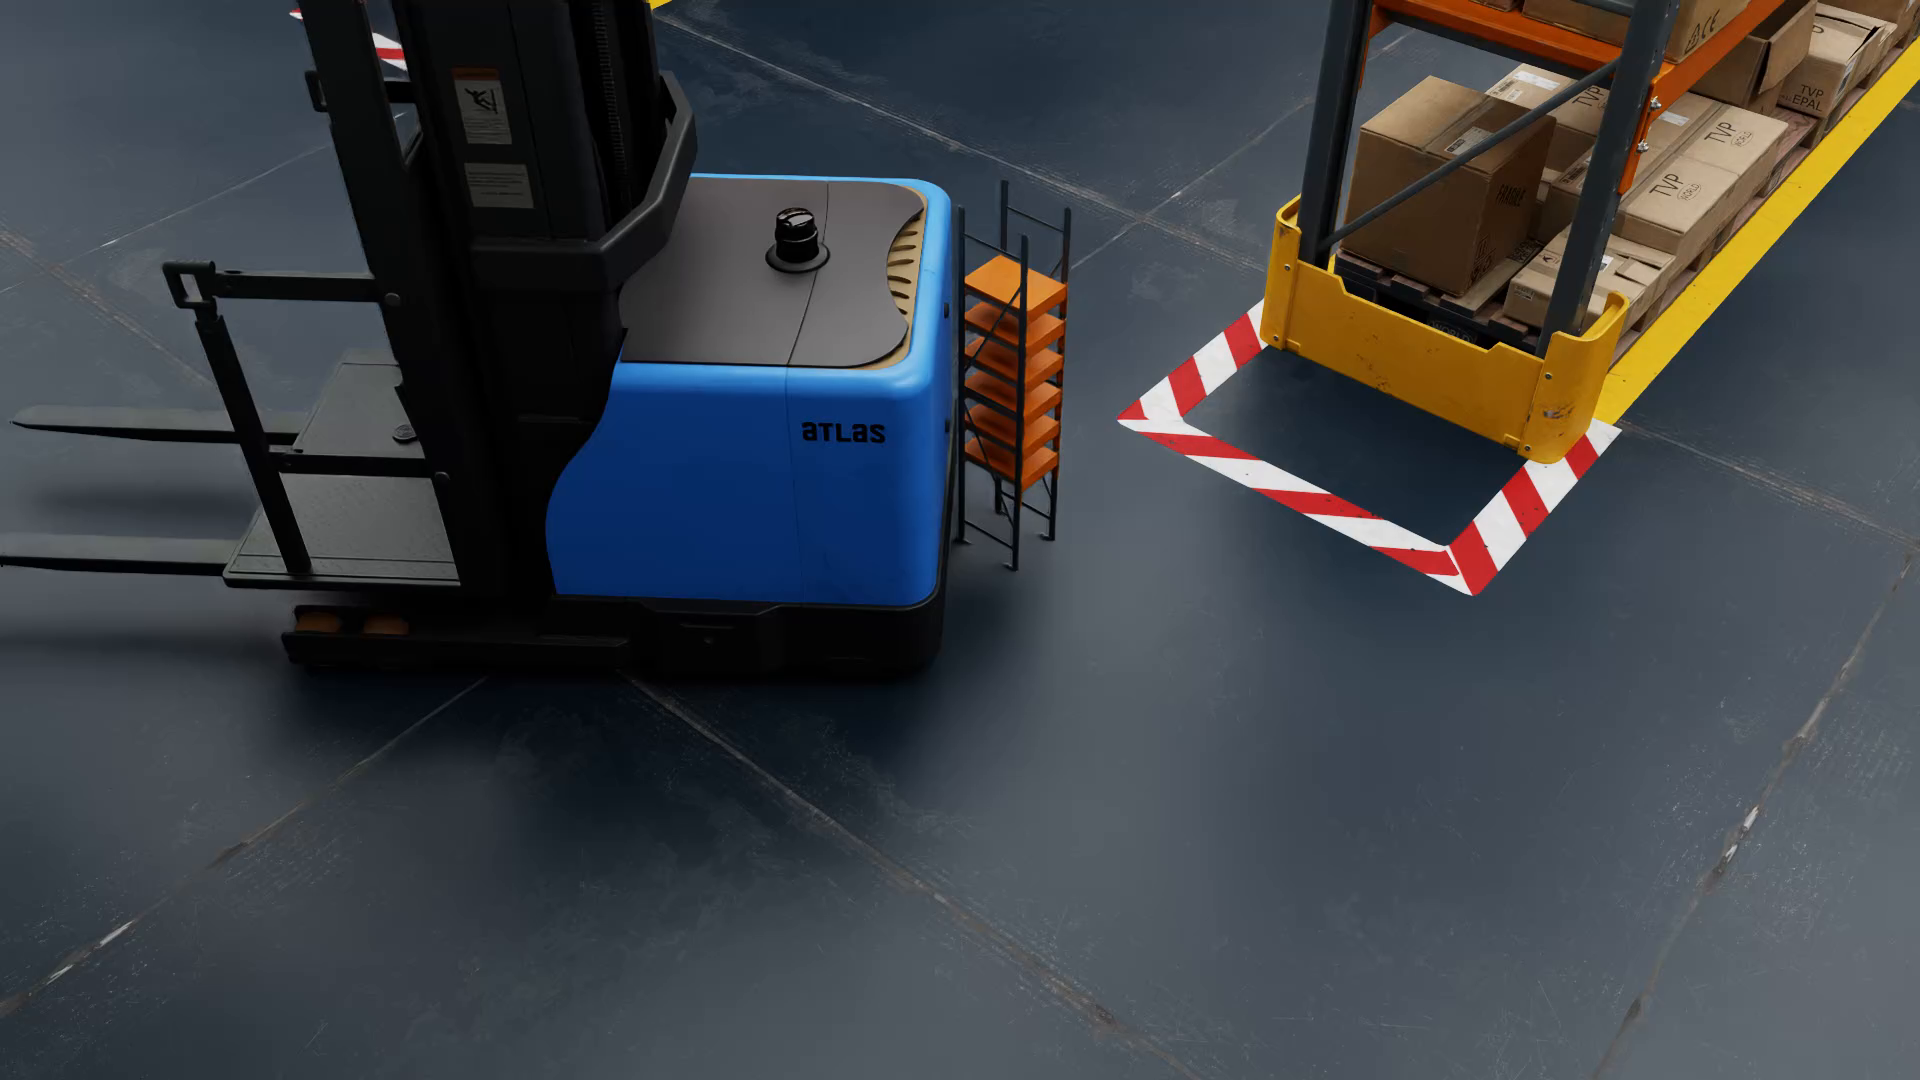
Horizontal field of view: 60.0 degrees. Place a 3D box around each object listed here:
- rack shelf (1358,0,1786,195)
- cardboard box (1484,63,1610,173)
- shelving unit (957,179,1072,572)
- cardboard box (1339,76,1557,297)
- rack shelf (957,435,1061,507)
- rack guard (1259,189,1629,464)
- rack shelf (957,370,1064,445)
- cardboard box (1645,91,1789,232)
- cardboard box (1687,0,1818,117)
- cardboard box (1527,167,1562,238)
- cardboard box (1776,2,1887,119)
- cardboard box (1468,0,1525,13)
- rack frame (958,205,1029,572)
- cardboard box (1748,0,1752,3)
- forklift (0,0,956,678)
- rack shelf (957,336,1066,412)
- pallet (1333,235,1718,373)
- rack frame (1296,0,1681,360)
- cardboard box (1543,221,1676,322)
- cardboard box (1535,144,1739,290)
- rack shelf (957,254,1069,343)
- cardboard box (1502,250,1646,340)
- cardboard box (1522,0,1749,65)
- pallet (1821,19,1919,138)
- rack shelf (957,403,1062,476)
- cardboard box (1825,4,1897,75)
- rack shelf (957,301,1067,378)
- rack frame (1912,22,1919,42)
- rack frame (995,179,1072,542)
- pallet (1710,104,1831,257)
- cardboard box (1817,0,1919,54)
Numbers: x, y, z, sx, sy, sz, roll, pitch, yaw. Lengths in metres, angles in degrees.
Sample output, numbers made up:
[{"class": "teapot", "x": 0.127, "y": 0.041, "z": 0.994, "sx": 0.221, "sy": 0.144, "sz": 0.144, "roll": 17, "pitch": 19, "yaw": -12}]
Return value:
[{"class": "rack shelf", "x": 2.862, "y": -2.410, "z": 6.205, "sx": 1.077, "sy": 0.370, "sz": 4.000, "roll": 29, "pitch": 50, "yaw": 28}, {"class": "cardboard box", "x": 2.370, "y": -1.654, "z": 6.556, "sx": 0.500, "sy": 0.250, "sz": 0.500, "roll": 29, "pitch": 50, "yaw": 28}, {"class": "shelving unit", "x": 0.147, "y": -0.445, "z": 4.848, "sx": 0.258, "sy": 1.200, "sz": 0.189, "roll": 30, "pitch": 50, "yaw": 29}, {"class": "cardboard box", "x": 1.736, "y": -1.271, "z": 5.949, "sx": 0.500, "sy": 0.500, "sz": 0.500, "roll": 29, "pitch": 50, "yaw": 28}, {"class": "rack shelf", "x": 0.147, "y": -0.235, "z": 5.039, "sx": 0.258, "sy": 0.103, "sz": 0.180, "roll": 30, "pitch": 50, "yaw": 29}, {"class": "rack guard", "x": 1.624, "y": -0.760, "z": 5.714, "sx": 1.175, "sy": 0.500, "sz": 0.348, "roll": 29, "pitch": 50, "yaw": 28}, {"class": "rack shelf", "x": 0.147, "y": -0.413, "z": 4.878, "sx": 0.258, "sy": 0.103, "sz": 0.180, "roll": 30, "pitch": 50, "yaw": 29}, {"class": "cardboard box", "x": 2.785, "y": -1.463, "z": 6.347, "sx": 0.500, "sy": 0.250, "sz": 0.500, "roll": 29, "pitch": 50, "yaw": 28}, {"class": "cardboard box", "x": 2.944, "y": -1.975, "z": 6.721, "sx": 0.797, "sy": 0.503, "sz": 0.637, "roll": 29, "pitch": 50, "yaw": 28}, {"class": "cardboard box", "x": 2.066, "y": -1.317, "z": 6.247, "sx": 0.380, "sy": 0.166, "sz": 0.250, "roll": 29, "pitch": 50, "yaw": 28}, {"class": "cardboard box", "x": 3.517, "y": -2.071, "z": 6.970, "sx": 0.500, "sy": 0.311, "sz": 0.500, "roll": 29, "pitch": 50, "yaw": 28}, {"class": "cardboard box", "x": 1.655, "y": -2.031, "z": 5.180, "sx": 0.500, "sy": 0.500, "sz": 0.500, "roll": 31, "pitch": 51, "yaw": 30}, {"class": "rack frame", "x": 0.087, "y": -0.399, "z": 4.797, "sx": 0.240, "sy": 1.200, "sz": 0.006, "roll": 30, "pitch": 50, "yaw": 29}, {"class": "cardboard box", "x": 2.390, "y": -2.065, "z": 5.217, "sx": 0.500, "sy": 0.500, "sz": 0.500, "roll": 29, "pitch": 50, "yaw": 28}, {"class": "forklift", "x": -1.547, "y": -1.062, "z": 4.240, "sx": 3.031, "sy": 2.935, "sz": 1.130, "roll": 2, "pitch": 42, "yaw": 2}, {"class": "rack shelf", "x": 0.147, "y": -0.501, "z": 4.797, "sx": 0.258, "sy": 0.103, "sz": 0.180, "roll": 30, "pitch": 50, "yaw": 29}, {"class": "pallet", "x": 2.136, "y": -1.064, "z": 6.264, "sx": 1.003, "sy": 0.211, "sz": 1.213, "roll": 29, "pitch": 50, "yaw": 28}, {"class": "rack frame", "x": 1.575, "y": -1.646, "z": 4.831, "sx": 1.000, "sy": 3.000, "sz": 0.127, "roll": 29, "pitch": 50, "yaw": 28}, {"class": "cardboard box", "x": 2.268, "y": -0.956, "z": 5.851, "sx": 0.380, "sy": 0.166, "sz": 0.250, "roll": 29, "pitch": 50, "yaw": 28}, {"class": "cardboard box", "x": 2.463, "y": -1.206, "z": 6.064, "sx": 0.500, "sy": 0.250, "sz": 0.500, "roll": 29, "pitch": 50, "yaw": 28}, {"class": "rack shelf", "x": 0.147, "y": -0.679, "z": 4.636, "sx": 0.258, "sy": 0.103, "sz": 0.180, "roll": 30, "pitch": 50, "yaw": 29}, {"class": "cardboard box", "x": 2.107, "y": -0.821, "z": 5.715, "sx": 0.380, "sy": 0.149, "sz": 0.250, "roll": 29, "pitch": 50, "yaw": 28}, {"class": "cardboard box", "x": 2.062, "y": -1.797, "z": 4.923, "sx": 0.500, "sy": 0.500, "sz": 0.500, "roll": 31, "pitch": 50, "yaw": 29}, {"class": "pallet", "x": 3.706, "y": -2.321, "z": 7.645, "sx": 1.003, "sy": 0.211, "sz": 1.213, "roll": 29, "pitch": 50, "yaw": 28}, {"class": "rack shelf", "x": 0.147, "y": -0.324, "z": 4.959, "sx": 0.258, "sy": 0.103, "sz": 0.180, "roll": 30, "pitch": 50, "yaw": 29}, {"class": "cardboard box", "x": 3.804, "y": -2.178, "z": 7.208, "sx": 0.380, "sy": 0.149, "sz": 0.250, "roll": 29, "pitch": 50, "yaw": 28}, {"class": "rack shelf", "x": 0.147, "y": -0.590, "z": 4.716, "sx": 0.258, "sy": 0.103, "sz": 0.180, "roll": 30, "pitch": 50, "yaw": 29}, {"class": "rack frame", "x": 4.149, "y": -3.706, "z": 7.096, "sx": 1.000, "sy": 3.000, "sz": 0.127, "roll": 29, "pitch": 50, "yaw": 28}, {"class": "rack frame", "x": 0.206, "y": -0.492, "z": 4.899, "sx": 0.240, "sy": 1.200, "sz": 0.006, "roll": 30, "pitch": 50, "yaw": 29}, {"class": "pallet", "x": 2.921, "y": -1.690, "z": 6.951, "sx": 1.003, "sy": 0.211, "sz": 1.213, "roll": 29, "pitch": 50, "yaw": 28}, {"class": "cardboard box", "x": 3.999, "y": -2.527, "z": 7.331, "sx": 0.500, "sy": 0.500, "sz": 0.500, "roll": 29, "pitch": 50, "yaw": 28}]
